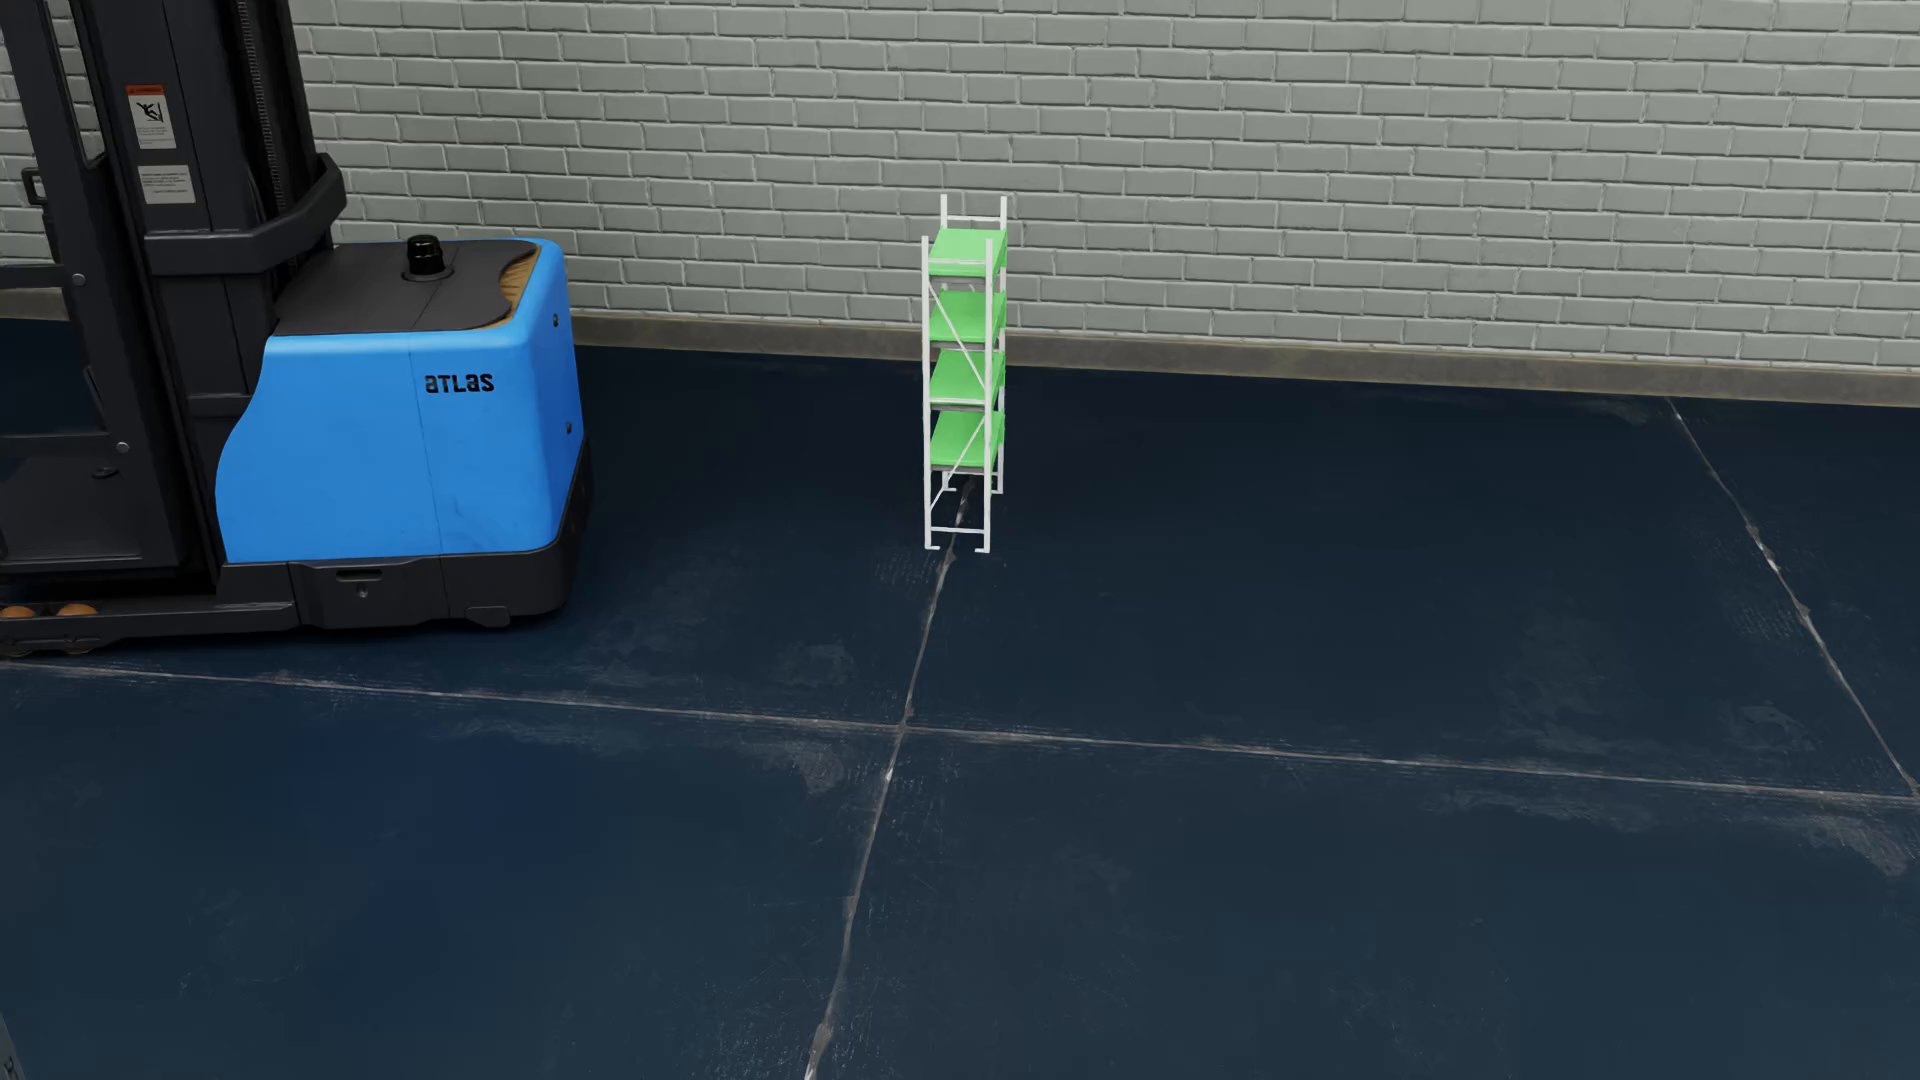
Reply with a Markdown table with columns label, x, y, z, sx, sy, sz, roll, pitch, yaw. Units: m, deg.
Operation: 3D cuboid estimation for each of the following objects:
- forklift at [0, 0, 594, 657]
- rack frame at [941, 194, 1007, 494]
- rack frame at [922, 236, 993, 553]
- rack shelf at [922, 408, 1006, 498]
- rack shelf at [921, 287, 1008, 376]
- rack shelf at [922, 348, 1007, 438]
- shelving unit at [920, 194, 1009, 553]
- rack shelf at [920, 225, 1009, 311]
| label | x | y | z | sx | sy | sz | roll | pitch | yaw |
| --- | --- | --- | --- | --- | --- | --- | --- | --- | --- |
| forklift | -2.895 | -1.163 | 5.319 | 3.031 | 2.935 | 1.130 | -2 | 28 | -4 |
| rack frame | 0.050 | -0.721 | 6.323 | 0.240 | 1.200 | 0.015 | 3 | 28 | 6 |
| rack frame | -0.010 | -0.491 | 5.897 | 0.240 | 1.200 | 0.015 | 3 | 28 | 6 |
| rack shelf | 0.020 | -0.339 | 6.254 | 0.258 | 0.148 | 0.480 | 3 | 28 | 6 |
| rack shelf | 0.020 | -0.761 | 6.027 | 0.258 | 0.148 | 0.480 | 3 | 28 | 6 |
| rack shelf | 0.020 | -0.550 | 6.140 | 0.258 | 0.148 | 0.480 | 3 | 28 | 6 |
| shelving unit | 0.020 | -0.606 | 6.110 | 0.258 | 1.200 | 0.503 | 3 | 28 | 6 |
| rack shelf | 0.020 | -0.972 | 5.913 | 0.258 | 0.148 | 0.480 | 3 | 28 | 6 |
